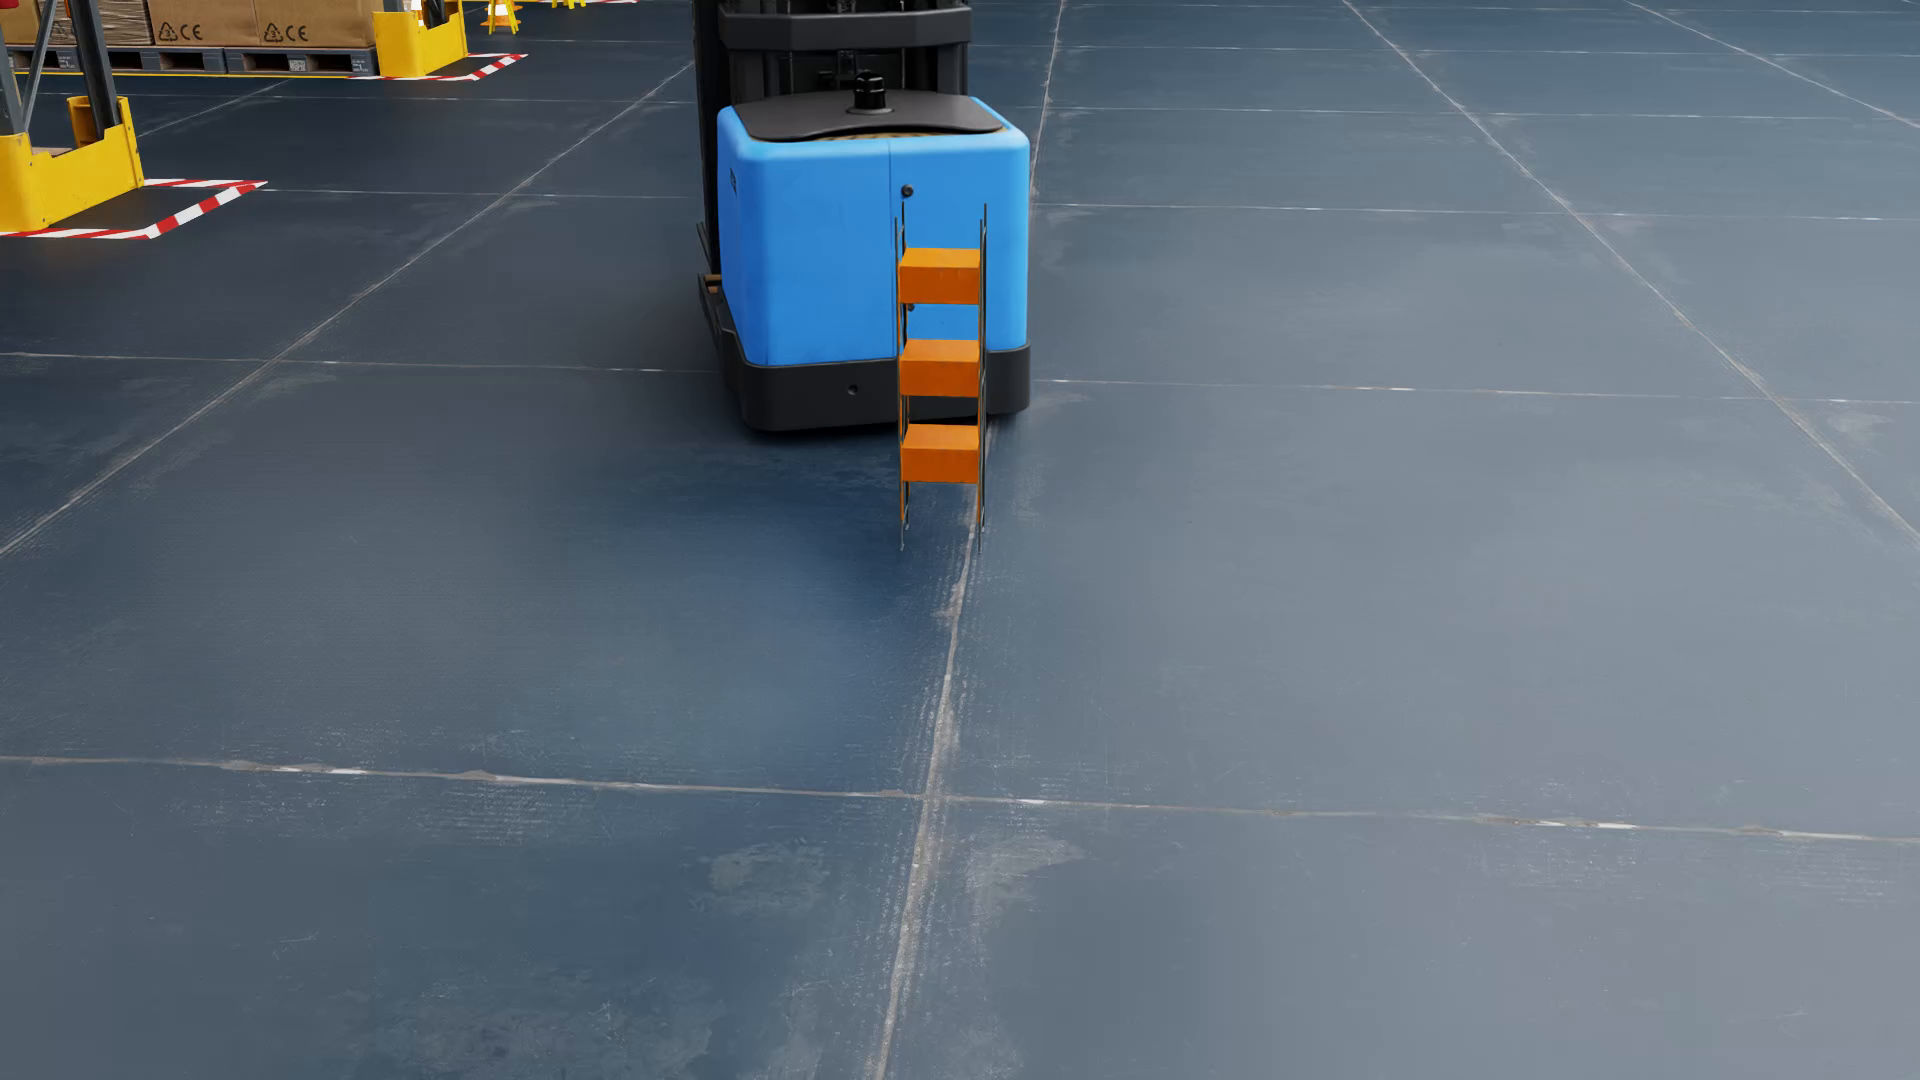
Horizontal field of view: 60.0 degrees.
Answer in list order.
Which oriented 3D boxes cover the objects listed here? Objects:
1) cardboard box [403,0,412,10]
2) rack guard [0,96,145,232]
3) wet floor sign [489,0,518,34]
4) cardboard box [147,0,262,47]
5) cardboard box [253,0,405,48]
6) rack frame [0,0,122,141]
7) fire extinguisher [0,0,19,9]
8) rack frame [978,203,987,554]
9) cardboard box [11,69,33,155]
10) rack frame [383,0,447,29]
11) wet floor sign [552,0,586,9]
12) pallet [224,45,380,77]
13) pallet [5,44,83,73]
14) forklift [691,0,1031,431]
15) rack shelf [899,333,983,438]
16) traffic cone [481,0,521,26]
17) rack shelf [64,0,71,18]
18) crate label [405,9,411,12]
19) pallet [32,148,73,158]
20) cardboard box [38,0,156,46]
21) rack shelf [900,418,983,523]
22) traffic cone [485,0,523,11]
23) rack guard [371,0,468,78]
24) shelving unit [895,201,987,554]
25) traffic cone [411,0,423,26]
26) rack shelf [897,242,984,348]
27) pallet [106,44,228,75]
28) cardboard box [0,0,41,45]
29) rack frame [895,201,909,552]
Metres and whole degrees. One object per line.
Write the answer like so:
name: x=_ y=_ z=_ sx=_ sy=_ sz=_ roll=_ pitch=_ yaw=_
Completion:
cardboard box: x=-5.640 y=-5.269 z=16.523 sx=0.250 sy=0.149 sz=0.380 roll=16 pitch=29 yaw=31
rack guard: x=-5.013 y=-2.101 z=9.218 sx=0.348 sy=0.500 sz=1.175 roll=2 pitch=25 yaw=4
wet floor sign: x=-4.277 y=-5.053 z=15.459 sx=0.232 sy=0.644 sz=0.267 roll=-2 pitch=25 yaw=-5
cardboard box: x=-6.016 y=-4.545 z=13.578 sx=0.875 sy=0.875 sz=0.875 roll=1 pitch=25 yaw=3
cardboard box: x=-5.138 y=-4.518 z=13.519 sx=0.875 sy=0.875 sz=0.875 roll=2 pitch=25 yaw=4
rack frame: x=-4.938 y=-3.234 z=8.690 sx=0.127 sy=3.000 sz=1.000 roll=2 pitch=25 yaw=4
fire extinguisher: x=-4.859 y=-3.003 z=8.281 sx=0.183 sy=0.674 sz=0.296 roll=2 pitch=25 yaw=4
rack frame: x=0.068 y=-0.475 z=5.026 sx=0.008 sy=1.050 sz=0.200 roll=2 pitch=25 yaw=4
cardboard box: x=-5.559 y=-2.316 z=9.183 sx=0.500 sy=0.500 sz=0.500 roll=6 pitch=25 yaw=14
rack frame: x=-4.457 y=-5.298 z=13.175 sx=0.127 sy=3.000 sz=1.000 roll=2 pitch=25 yaw=4
wet floor sign: x=-4.072 y=-5.843 z=17.176 sx=0.232 sy=0.644 sz=0.267 roll=11 pitch=27 yaw=22
pallet: x=-5.260 y=-4.024 z=13.743 sx=1.213 sy=0.211 sz=1.003 roll=2 pitch=25 yaw=4
pallet: x=-7.693 y=-4.102 z=13.913 sx=1.213 sy=0.211 sz=1.003 roll=2 pitch=25 yaw=4
forklift: x=-0.563 y=-2.309 z=6.762 sx=1.130 sy=2.935 sz=3.031 roll=-5 pitch=25 yaw=-11
rack shelf: x=-0.053 y=-0.469 z=5.039 sx=0.240 sy=0.259 sz=0.215 roll=2 pitch=25 yaw=4
traffic cone: x=-4.453 y=-5.214 z=16.029 sx=0.334 sy=0.463 sz=0.336 roll=2 pitch=25 yaw=4
rack shelf: x=-6.932 y=-2.971 z=8.979 sx=4.000 sy=0.370 sz=1.077 roll=2 pitch=25 yaw=4
crate label: x=-5.241 y=-5.066 z=16.095 sx=0.298 sy=0.136 sz=0.250 roll=-11 pitch=27 yaw=-23
pallet: x=-5.821 y=-2.010 z=9.366 sx=1.213 sy=0.211 sz=1.003 roll=2 pitch=25 yaw=4
cardboard box: x=-6.925 y=-4.575 z=13.644 sx=0.875 sy=0.875 sz=0.875 roll=2 pitch=25 yaw=4
rack shelf: x=-0.053 y=-0.217 z=5.155 sx=0.240 sy=0.259 sz=0.215 roll=2 pitch=25 yaw=4
traffic cone: x=-4.707 y=-5.688 z=17.058 sx=0.334 sy=0.463 sz=0.336 roll=2 pitch=25 yaw=4
rack guard: x=-4.433 y=-4.162 z=13.696 sx=0.348 sy=0.500 sz=1.175 roll=2 pitch=25 yaw=4
shelving unit: x=-0.053 y=-0.479 z=5.034 sx=0.252 sy=1.050 sz=0.215 roll=2 pitch=25 yaw=4
traffic cone: x=-4.878 y=-4.754 z=15.029 sx=0.334 sy=0.463 sz=0.336 roll=2 pitch=25 yaw=4
rack shelf: x=-0.053 y=-0.727 z=4.920 sx=0.240 sy=0.259 sz=0.215 roll=2 pitch=25 yaw=4
pallet: x=-6.474 y=-4.064 z=13.830 sx=1.213 sy=0.211 sz=1.003 roll=2 pitch=25 yaw=4
cardboard box: x=-7.824 y=-4.602 z=13.703 sx=0.875 sy=0.875 sz=0.875 roll=2 pitch=25 yaw=5
rack frame: x=-0.175 y=-0.483 z=5.043 sx=0.008 sy=1.050 sz=0.200 roll=2 pitch=25 yaw=4
